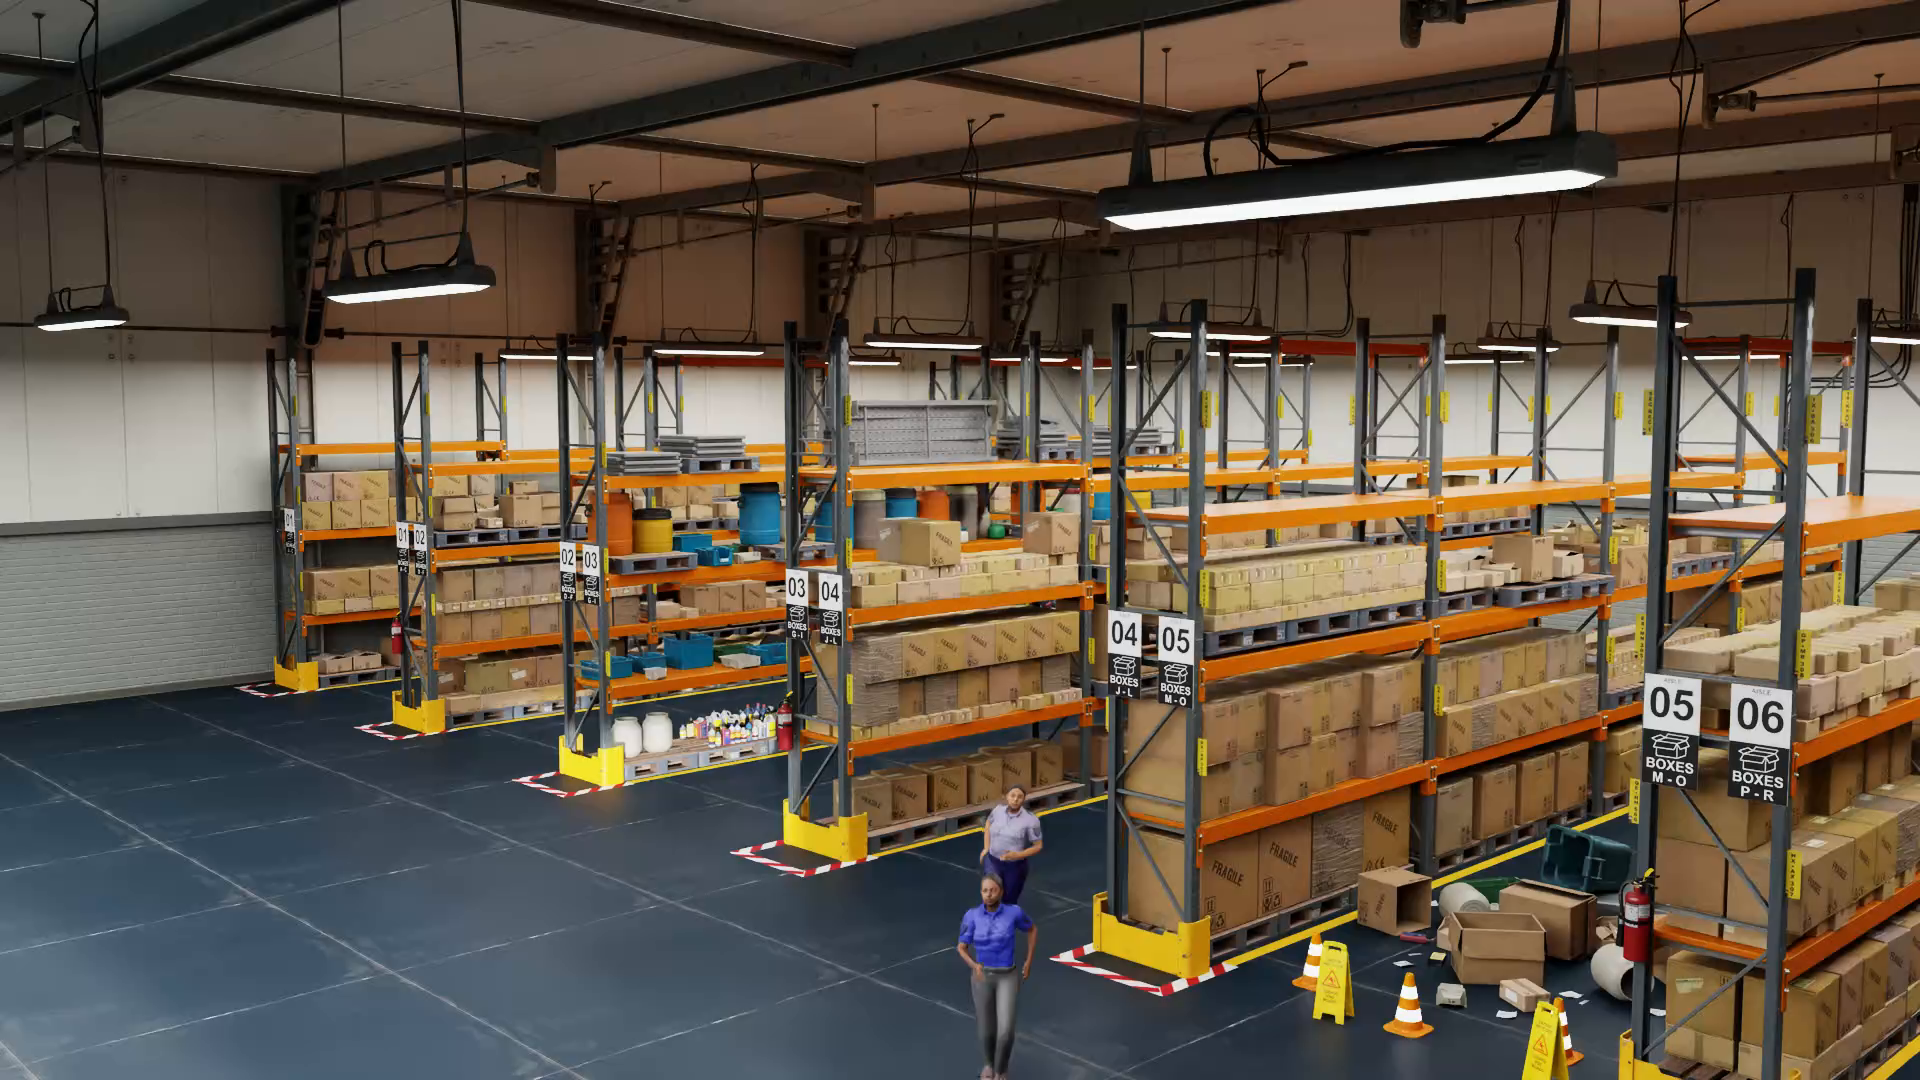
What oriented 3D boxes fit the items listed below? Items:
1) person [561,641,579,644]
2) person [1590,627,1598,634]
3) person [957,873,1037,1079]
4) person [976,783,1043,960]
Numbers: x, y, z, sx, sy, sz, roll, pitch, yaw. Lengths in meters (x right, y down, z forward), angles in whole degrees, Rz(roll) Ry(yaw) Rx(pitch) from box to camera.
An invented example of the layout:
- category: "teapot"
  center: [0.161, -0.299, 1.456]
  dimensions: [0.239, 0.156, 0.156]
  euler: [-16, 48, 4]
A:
- category: "person"
  center: [-6.949, 1.725, 29.634]
  dimensions: [0.686, 1.752, 0.690]
  euler: [5, 7, 43]
- category: "person"
  center: [9.689, 2.144, 25.367]
  dimensions: [0.613, 1.641, 0.569]
  euler: [-4, 7, -40]
- category: "person"
  center: [0.266, 3.293, 12.331]
  dimensions: [0.581, 1.651, 0.656]
  euler: [1, 5, 7]
- category: "person"
  center: [0.475, 3.044, 15.252]
  dimensions: [0.601, 1.667, 0.792]
  euler: [1, 5, 14]
